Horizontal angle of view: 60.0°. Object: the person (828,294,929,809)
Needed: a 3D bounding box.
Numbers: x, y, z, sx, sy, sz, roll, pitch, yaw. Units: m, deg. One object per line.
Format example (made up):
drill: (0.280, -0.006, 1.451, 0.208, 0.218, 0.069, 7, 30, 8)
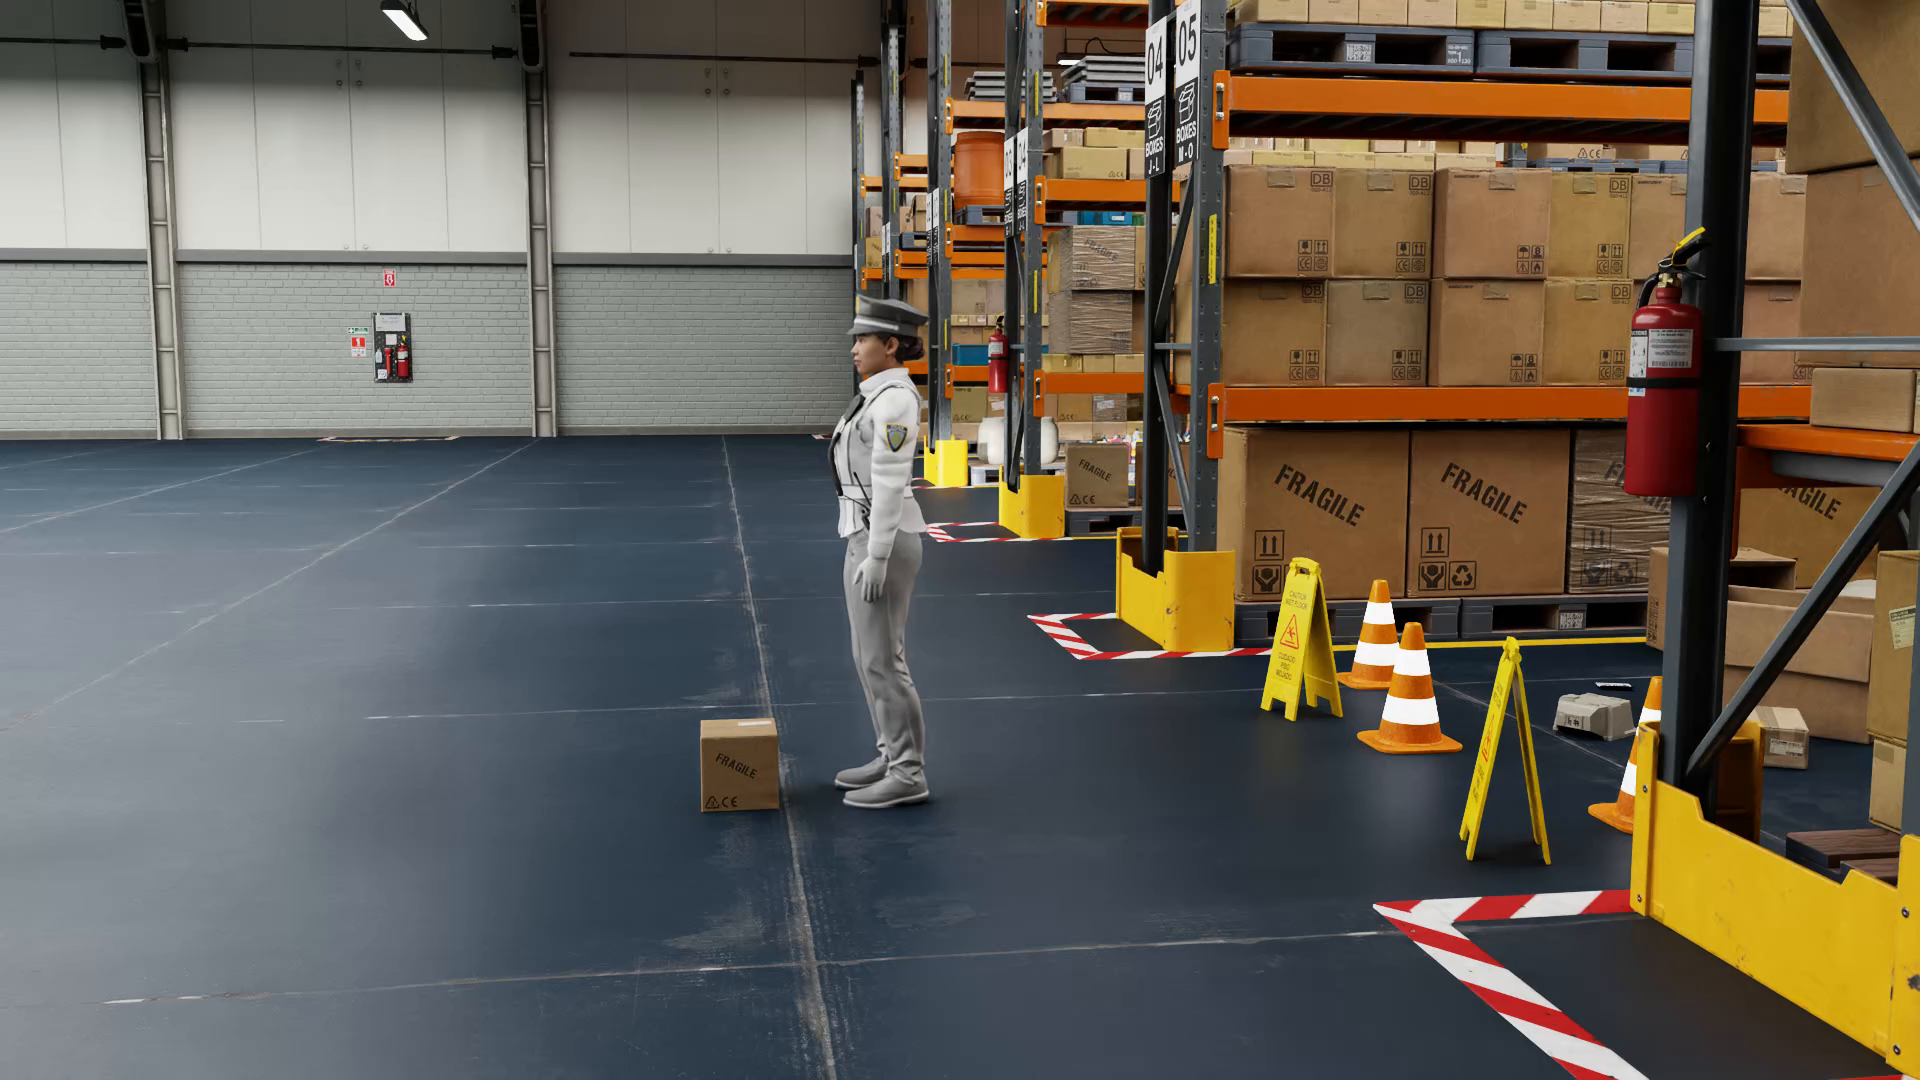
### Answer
person: (-0.270, 0.034, 5.506, 0.338, 1.680, 0.466, -1, 7, -7)
